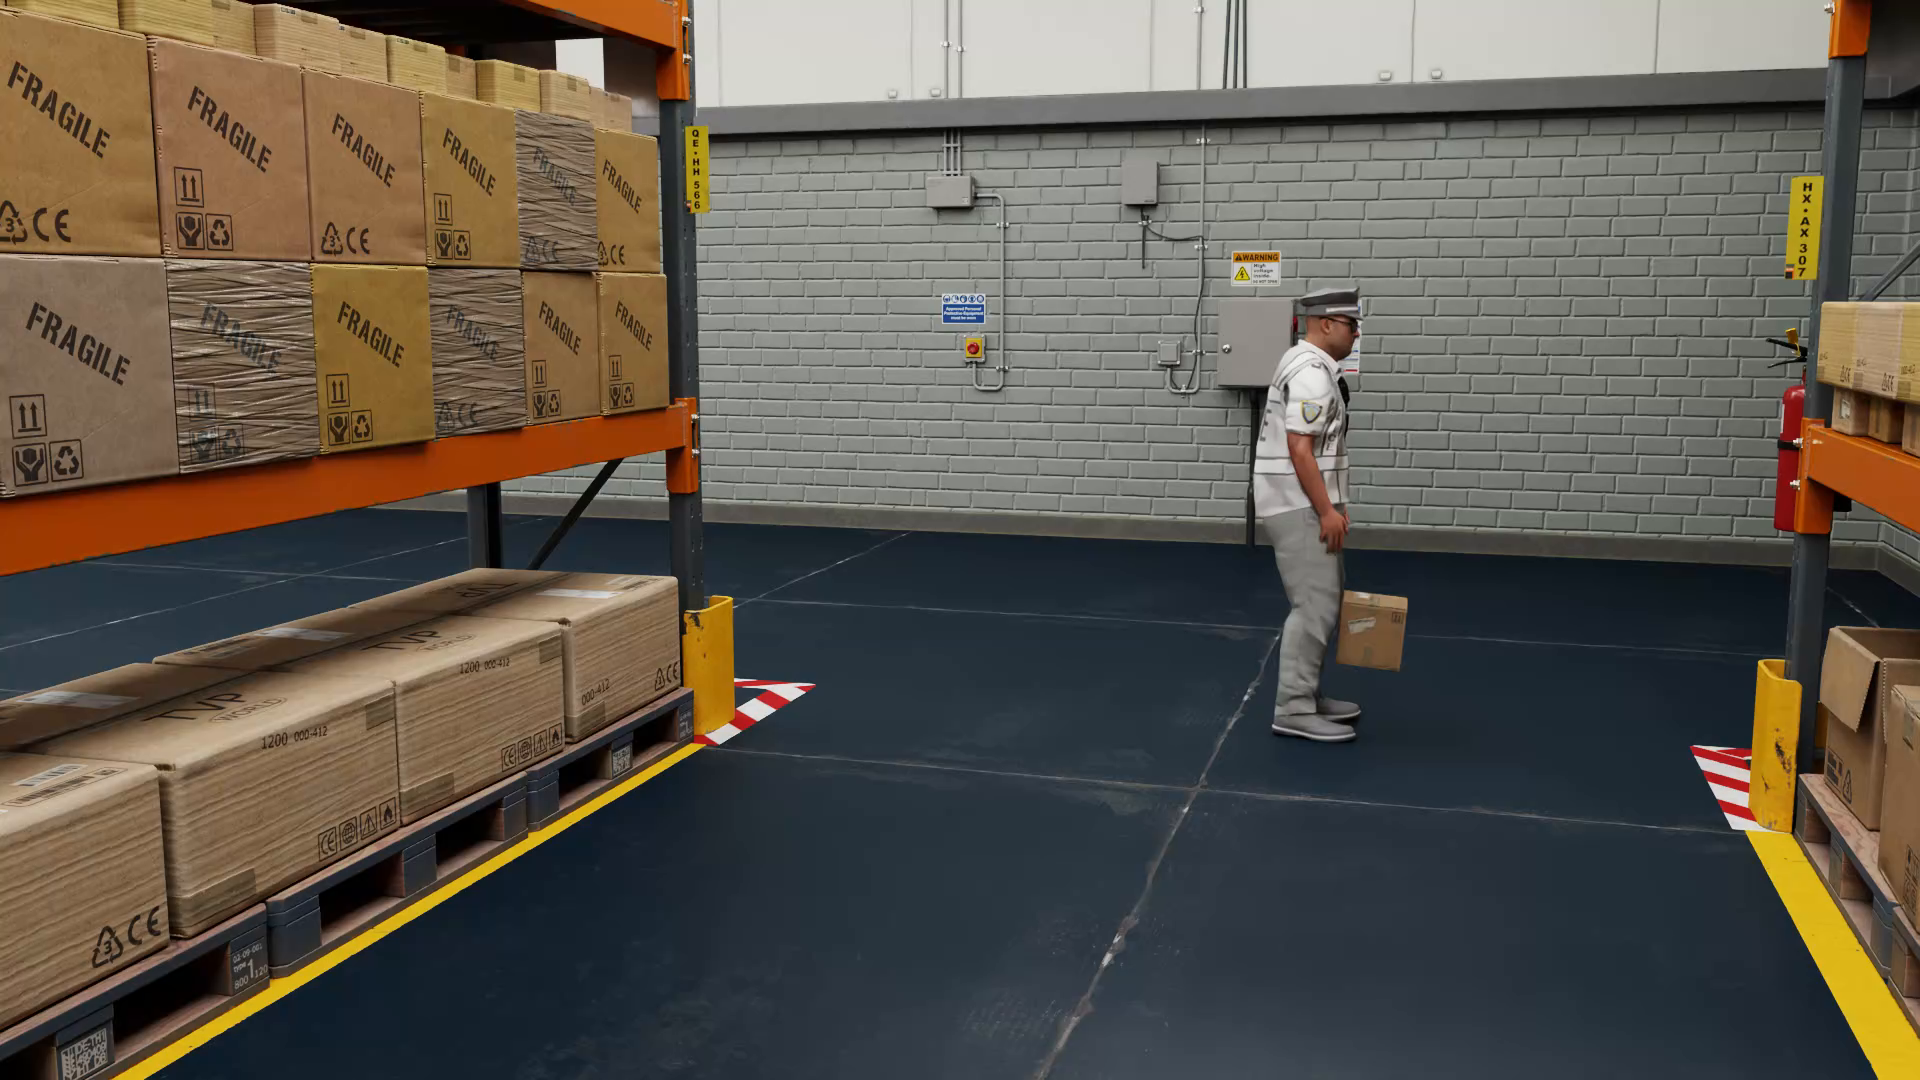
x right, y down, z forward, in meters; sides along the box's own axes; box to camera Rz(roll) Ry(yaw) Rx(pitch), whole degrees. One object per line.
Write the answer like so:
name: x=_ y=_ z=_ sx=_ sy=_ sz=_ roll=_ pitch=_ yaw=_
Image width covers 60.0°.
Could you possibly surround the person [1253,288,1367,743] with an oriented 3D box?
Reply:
person: x=1.392 y=-0.119 z=6.617 sx=0.446 sy=1.749 sz=0.572 roll=2 pitch=9 yaw=14
